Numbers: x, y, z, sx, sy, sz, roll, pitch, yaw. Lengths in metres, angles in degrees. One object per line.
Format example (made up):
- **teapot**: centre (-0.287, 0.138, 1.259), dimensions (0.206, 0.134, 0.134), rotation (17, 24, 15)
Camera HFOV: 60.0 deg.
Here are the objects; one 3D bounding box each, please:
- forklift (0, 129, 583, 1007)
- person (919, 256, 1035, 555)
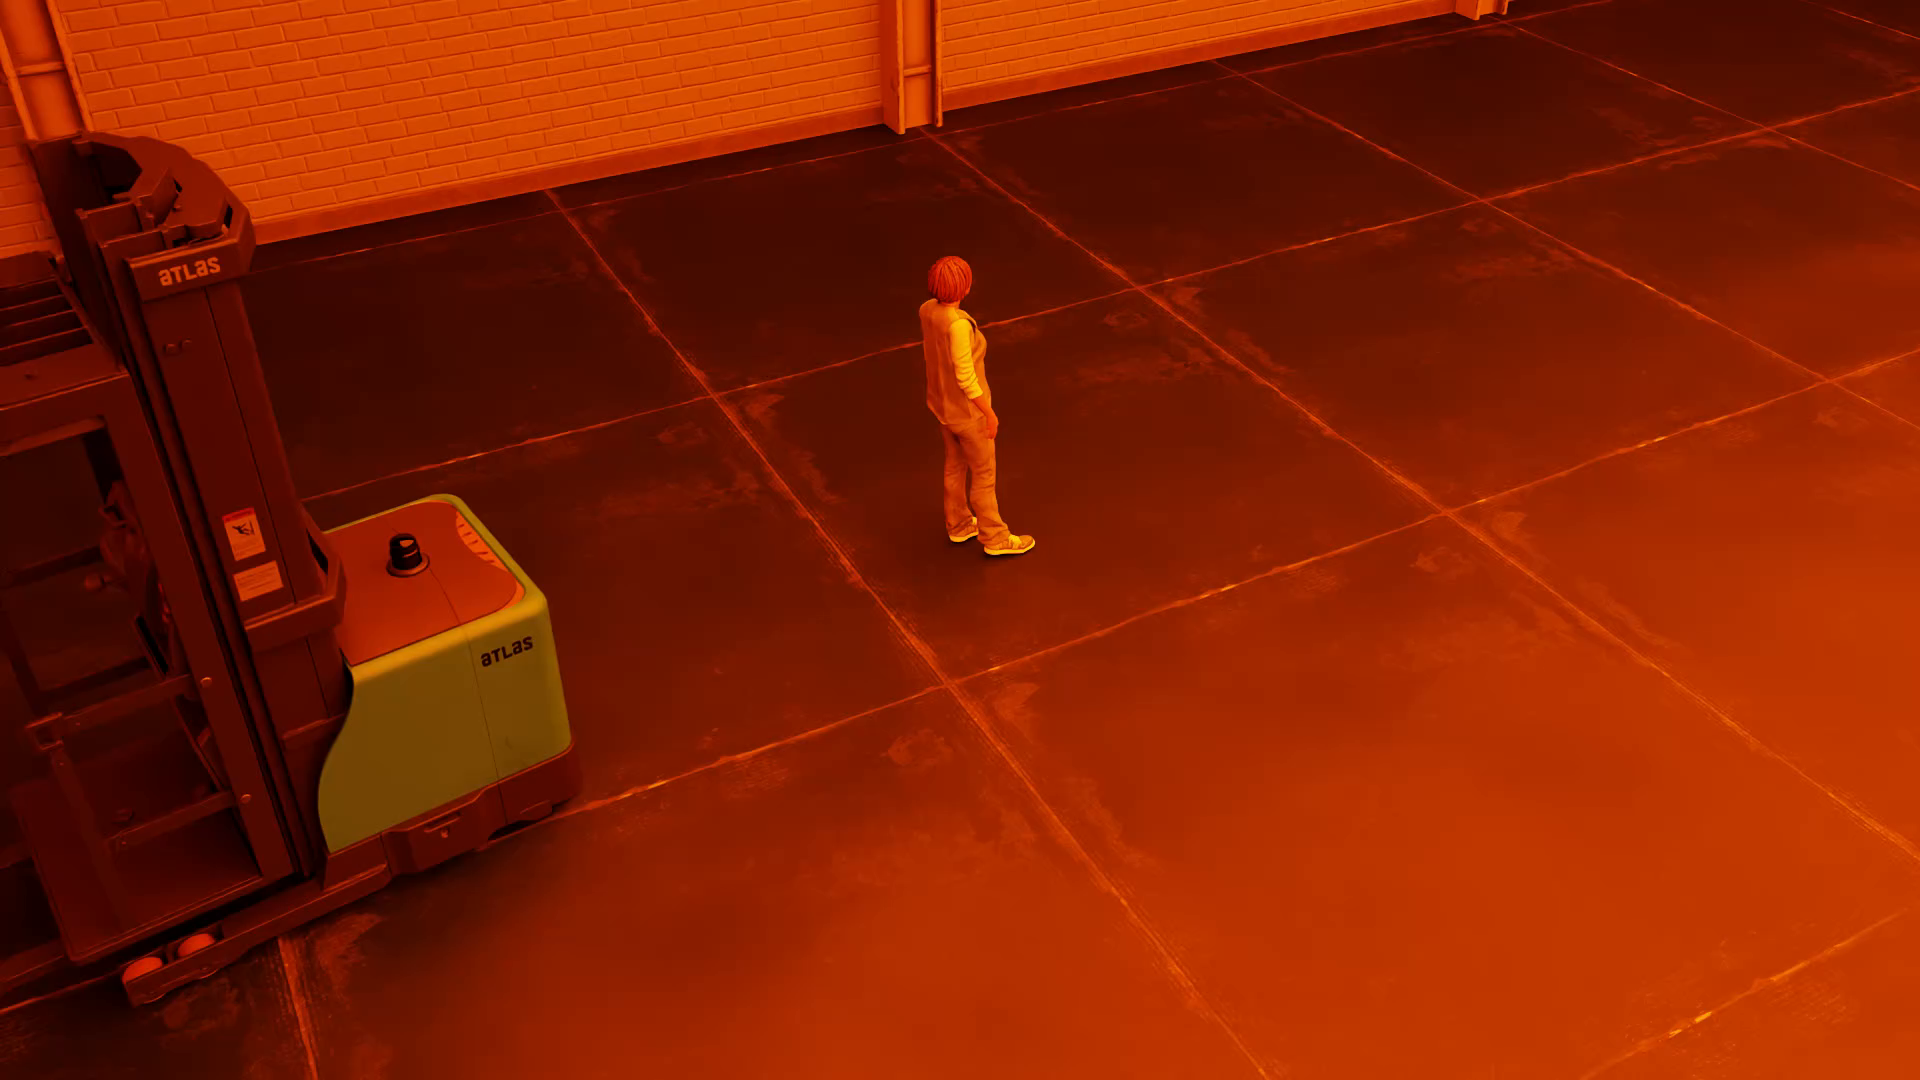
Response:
- **forklift**: centre (-3.097, 0.183, 5.865), dimensions (3.031, 2.935, 1.130), rotation (-23, 41, -29)
- **person**: centre (0.072, -0.671, 8.215), dimensions (0.475, 1.597, 0.520), rotation (-17, 39, -23)
